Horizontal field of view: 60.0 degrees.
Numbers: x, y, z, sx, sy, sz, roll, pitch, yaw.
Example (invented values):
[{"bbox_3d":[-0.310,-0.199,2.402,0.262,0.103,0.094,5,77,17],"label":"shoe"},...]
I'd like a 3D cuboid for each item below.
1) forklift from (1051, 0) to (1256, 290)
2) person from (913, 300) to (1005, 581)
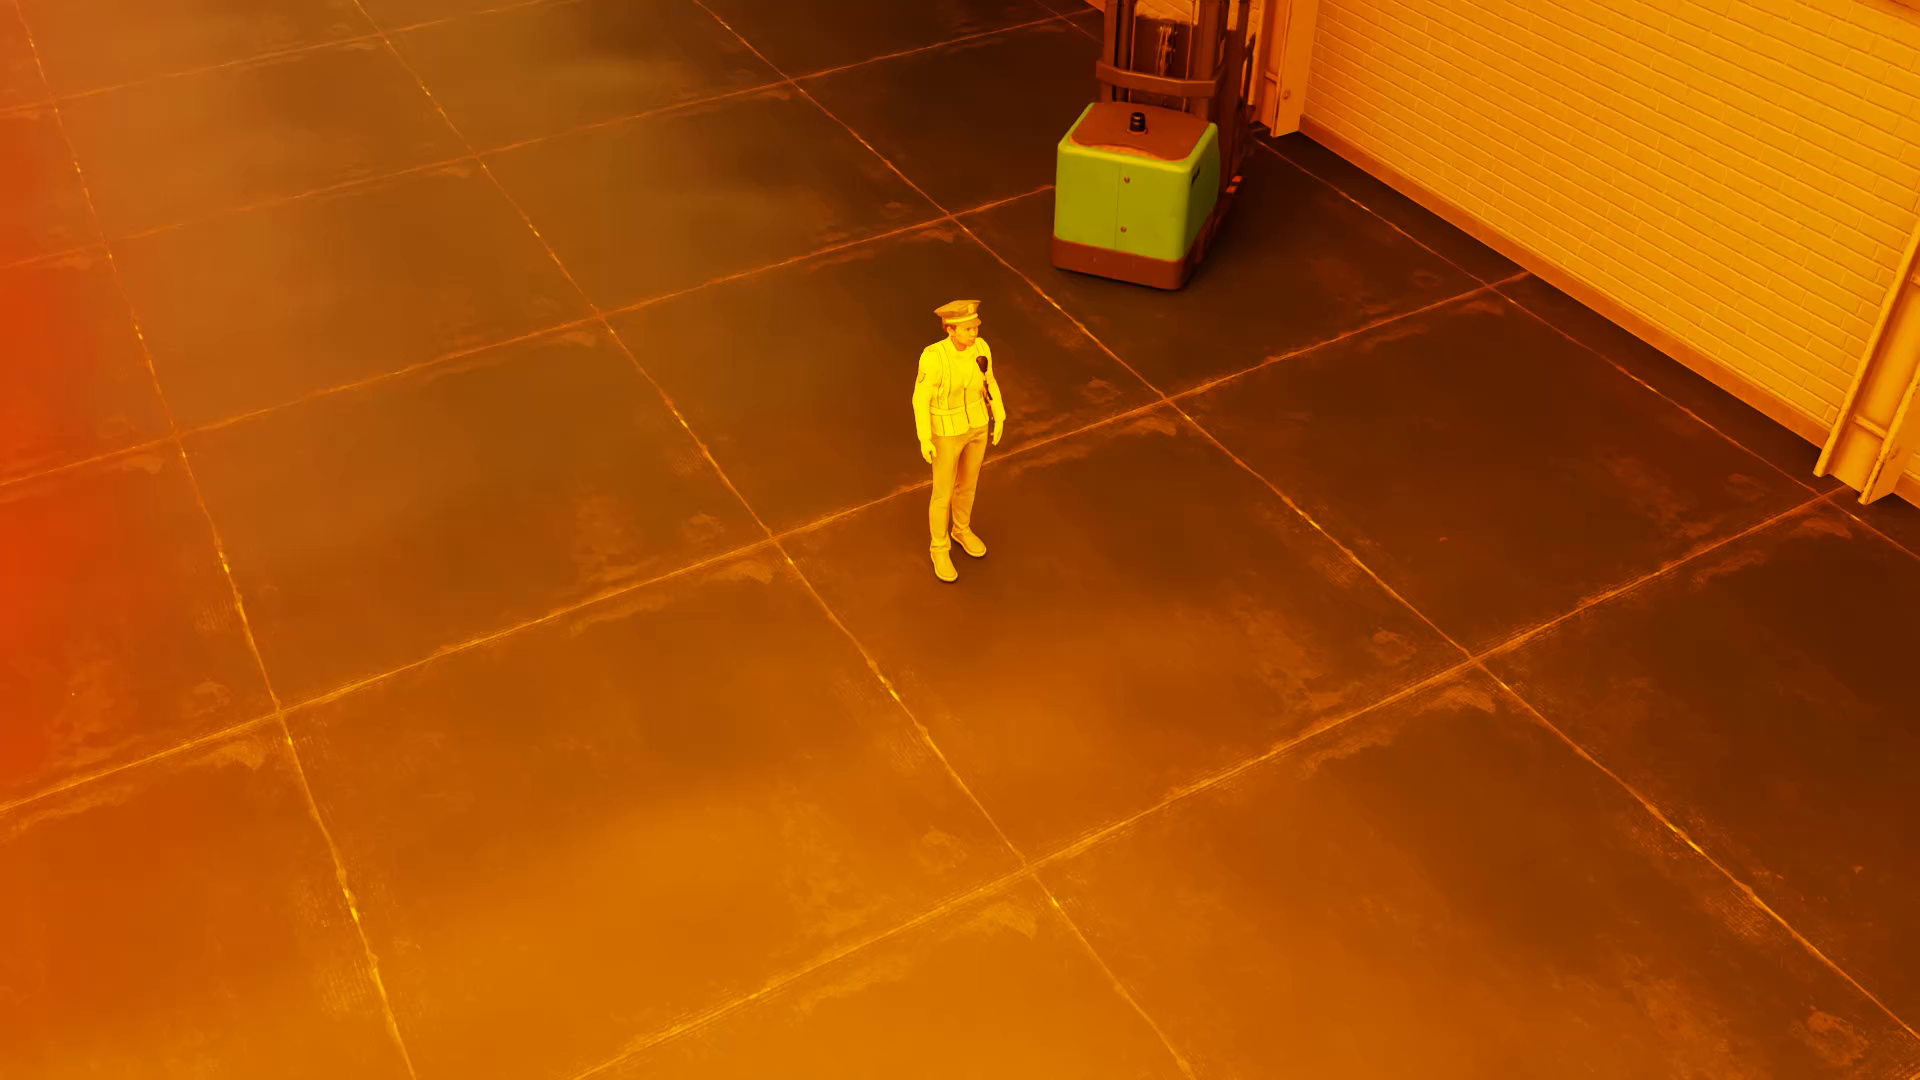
[{"bbox_3d":[1.718,-3.951,12.800,1.130,2.935,3.031,14,42,17],"label":"forklift"},{"bbox_3d":[0.029,-0.618,9.738,0.587,1.695,0.531,-20,44,-23],"label":"person"}]
